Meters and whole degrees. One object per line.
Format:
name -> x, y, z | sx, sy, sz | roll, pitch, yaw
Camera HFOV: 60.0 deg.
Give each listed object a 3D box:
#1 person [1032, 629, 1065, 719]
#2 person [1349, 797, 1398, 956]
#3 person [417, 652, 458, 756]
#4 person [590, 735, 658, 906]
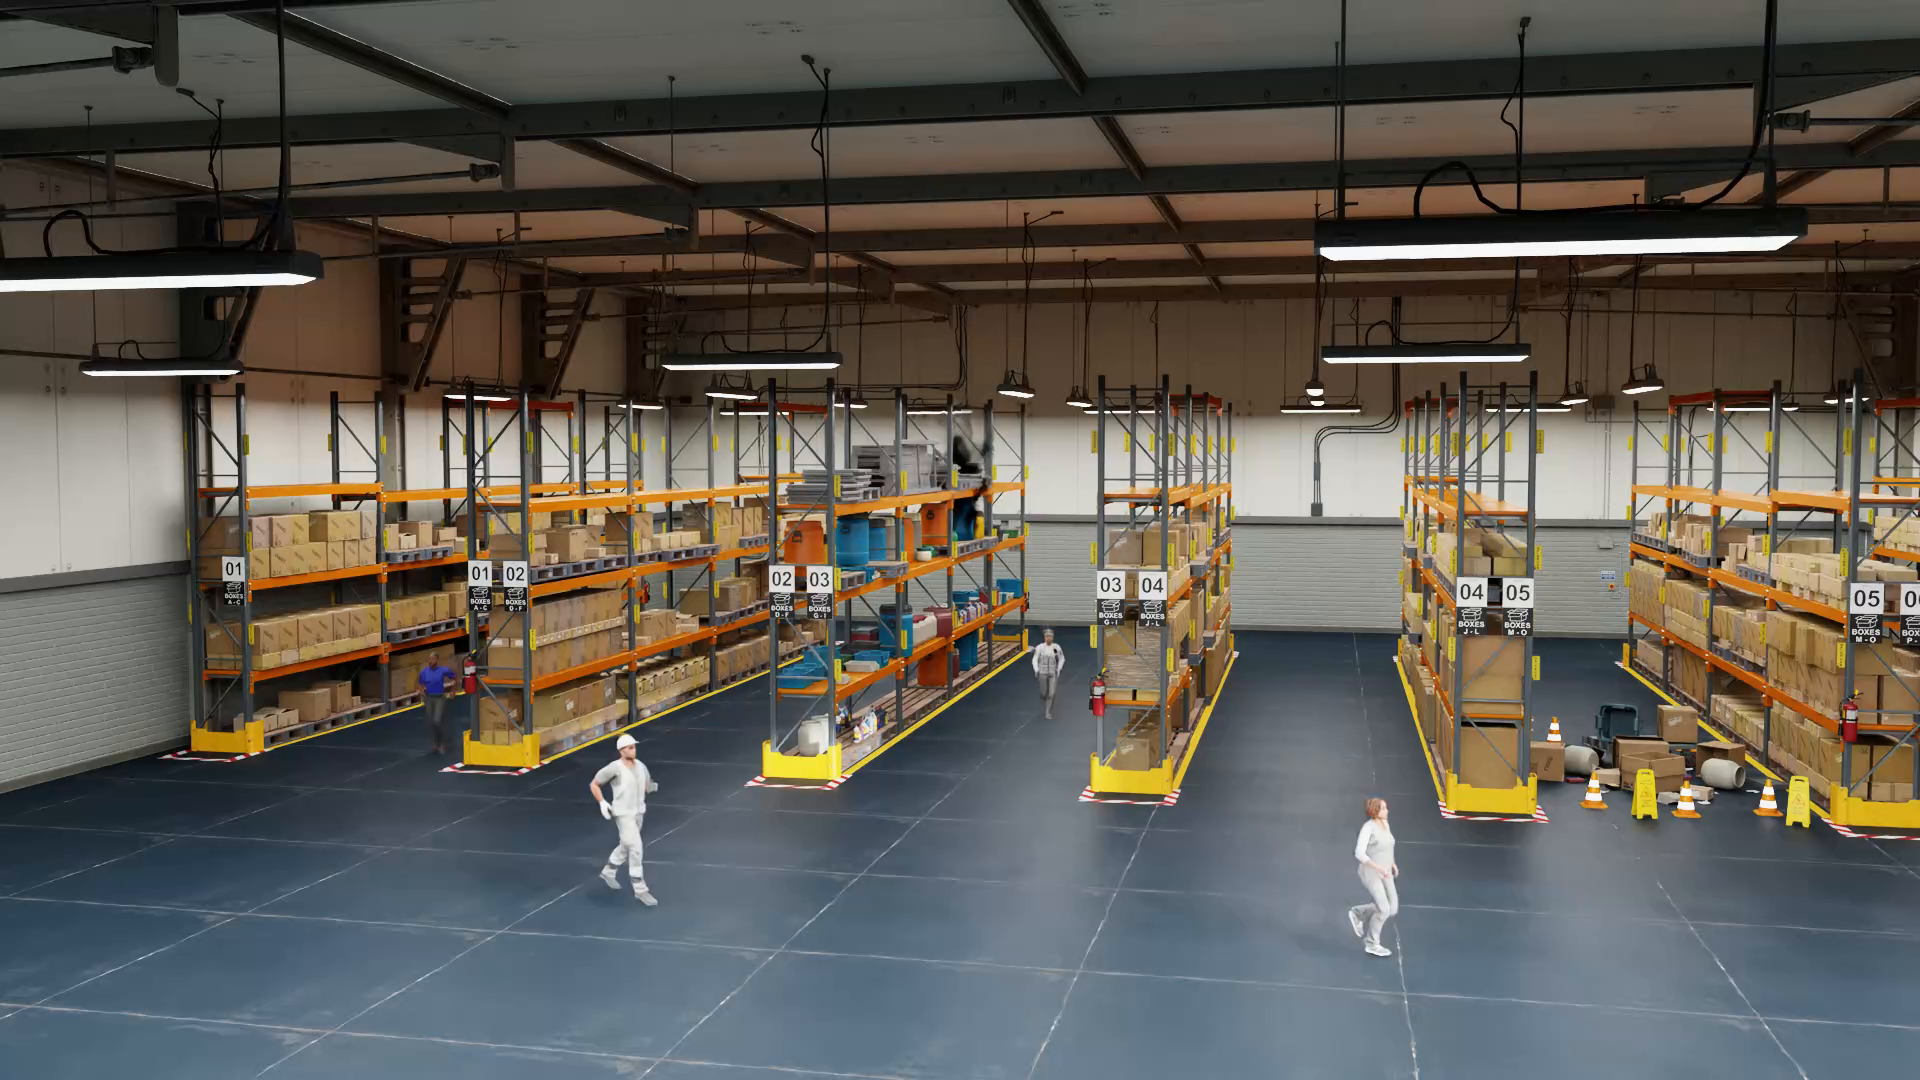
person -> 1.631, 2.438, 30.575 | 0.603, 1.648, 0.595 | 0, 3, 1
person -> 4.056, 3.287, 16.349 | 0.575, 1.550, 0.589 | 3, 4, 43
person -> -8.477, 2.666, 26.909 | 0.598, 1.704, 0.718 | 0, 3, 3
person -> -3.644, 3.039, 18.245 | 0.924, 1.812, 0.657 | 2, 4, 30
